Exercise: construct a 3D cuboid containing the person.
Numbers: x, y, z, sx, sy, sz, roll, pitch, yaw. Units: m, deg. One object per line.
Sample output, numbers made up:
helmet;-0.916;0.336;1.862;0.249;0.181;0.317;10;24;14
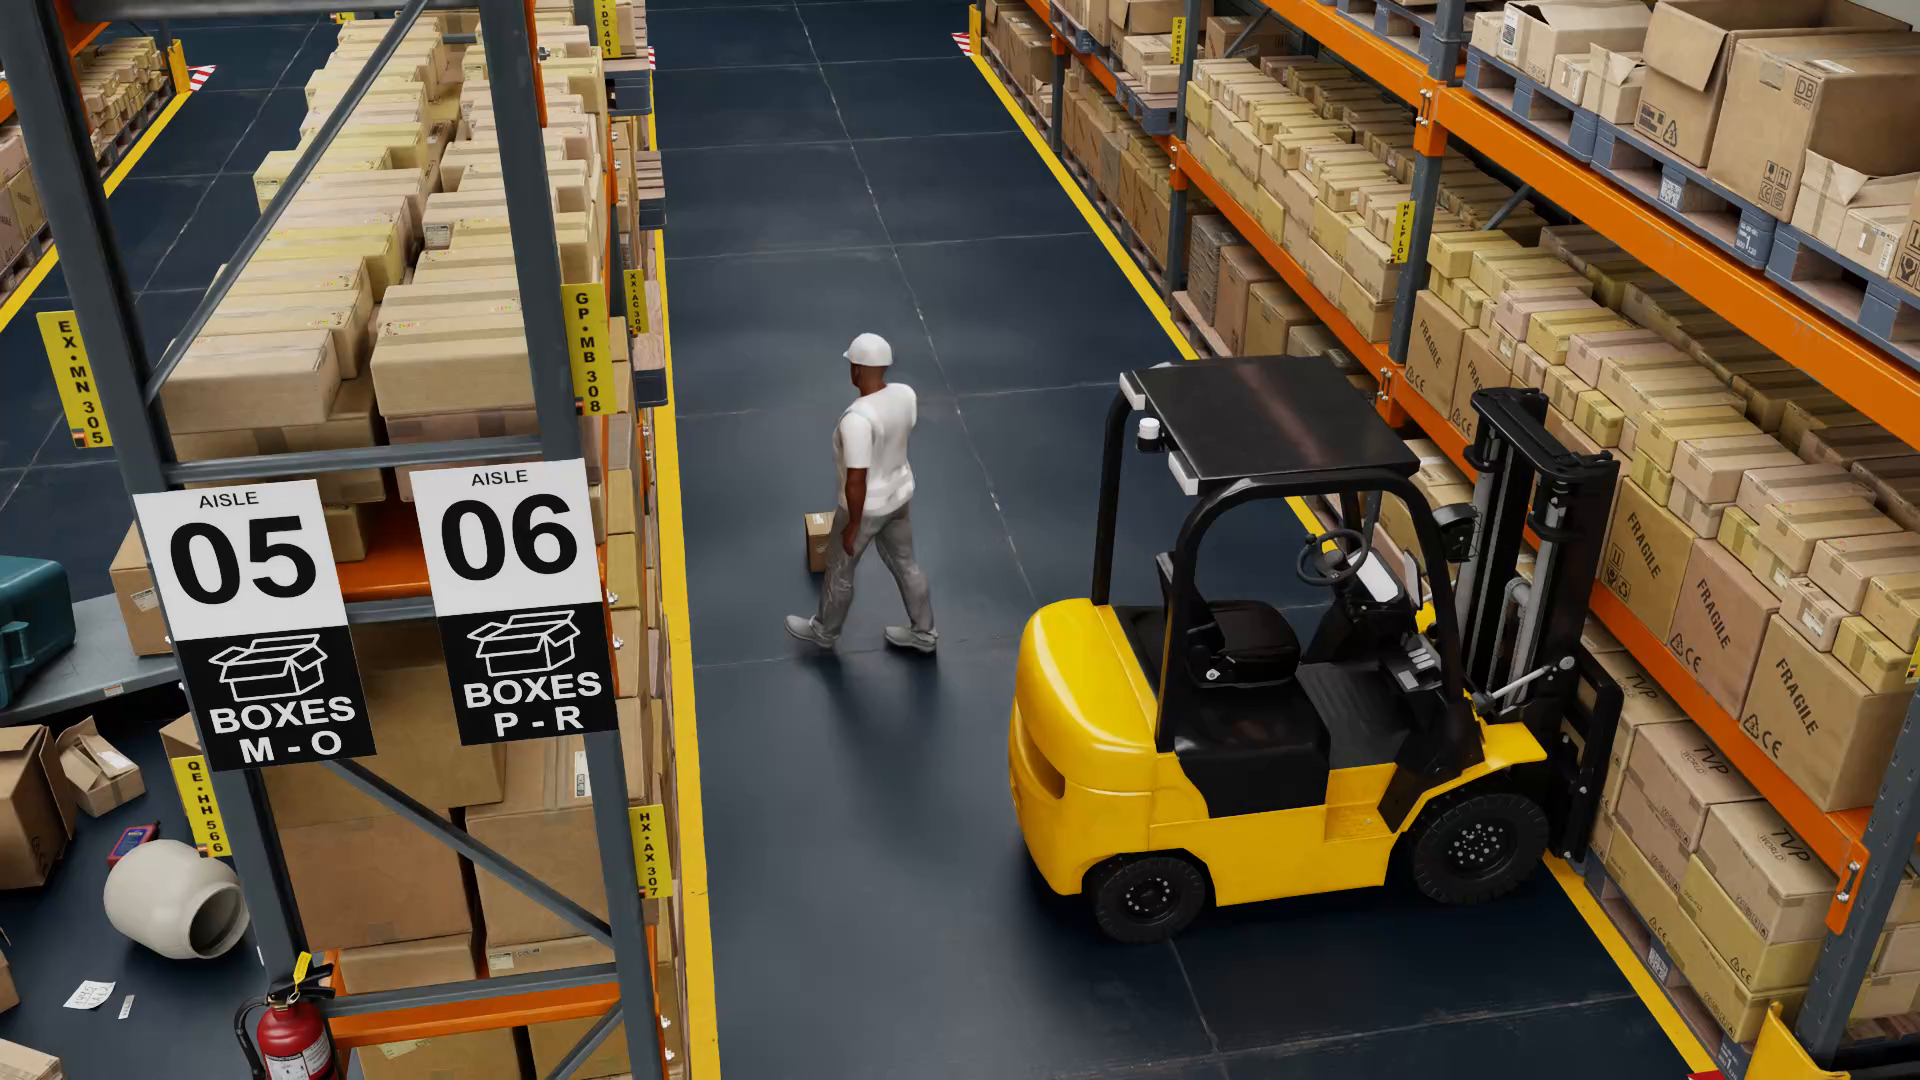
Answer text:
person;-0.580;-0.369;8.726;0.586;1.766;0.485;-20;36;-30
